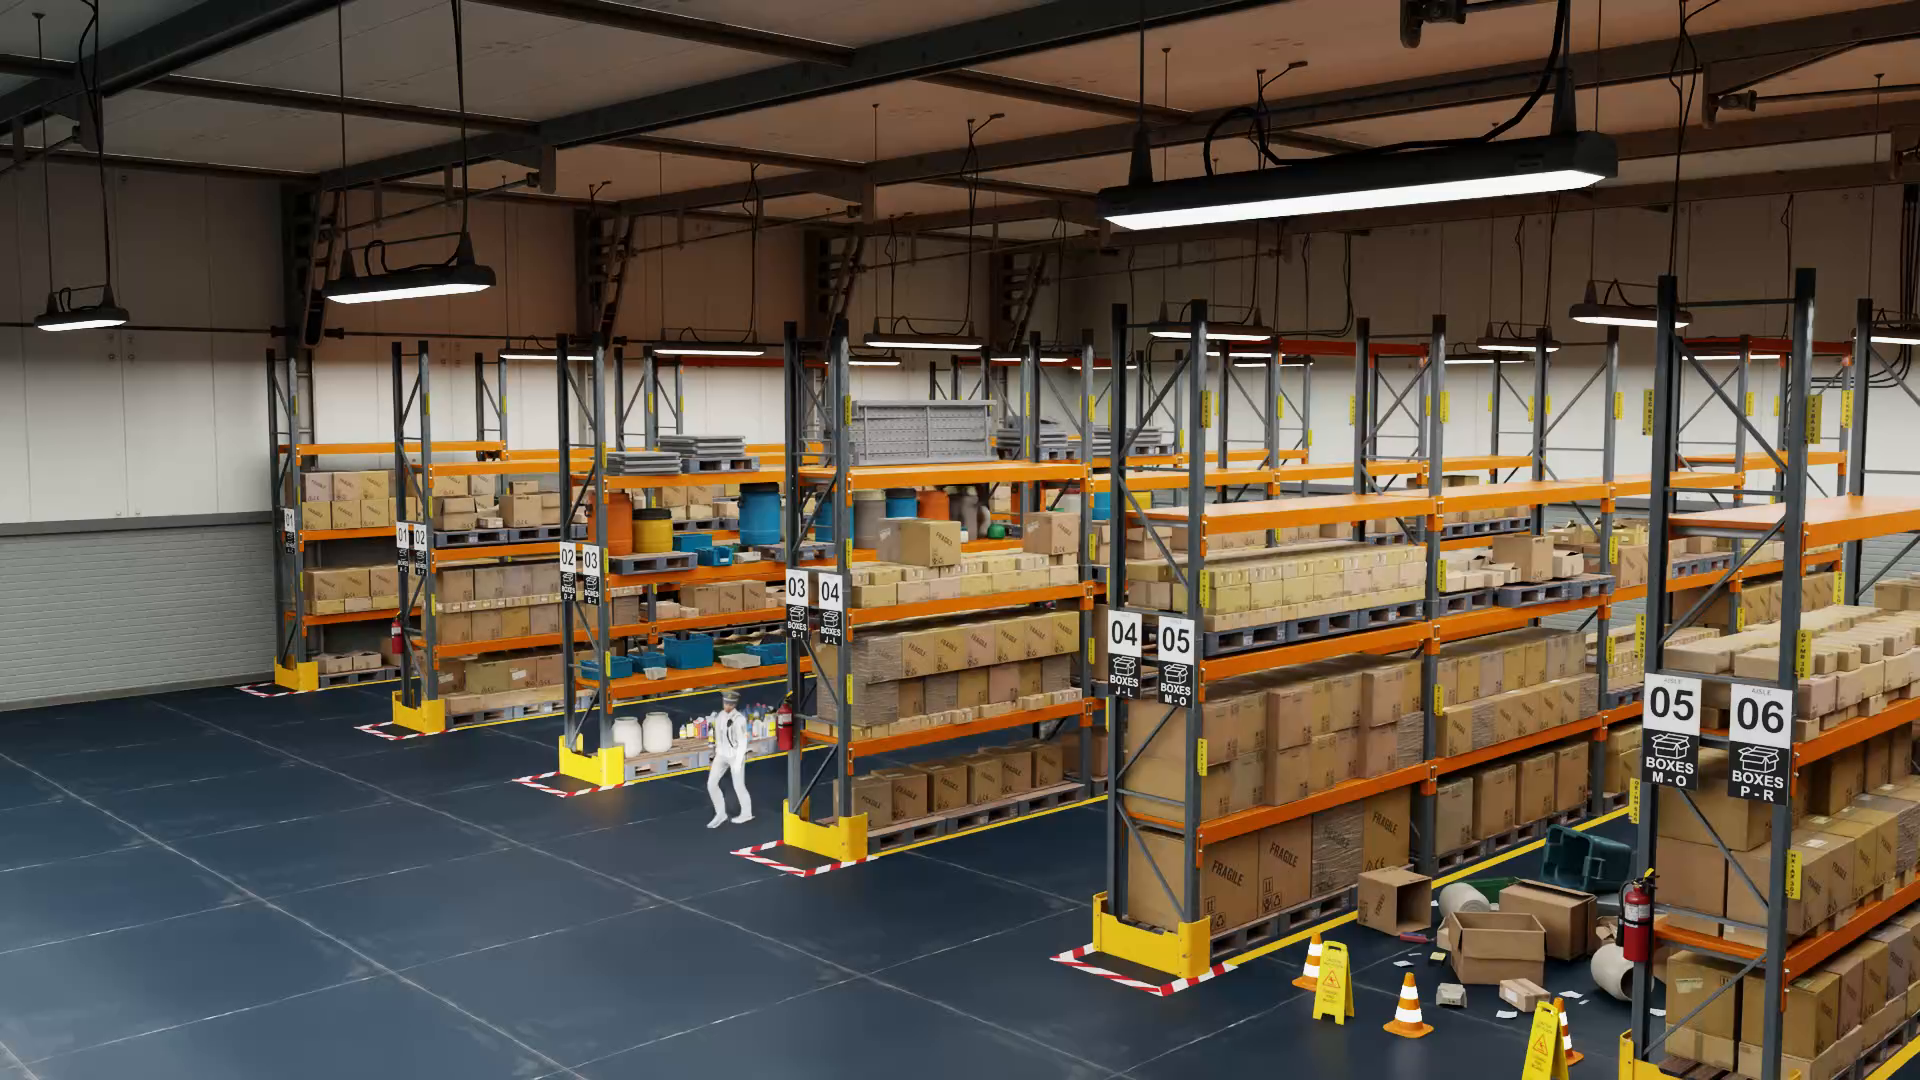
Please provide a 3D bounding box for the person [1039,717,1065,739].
[{"bbox_3d":[1.327,2.096,25.157,0.868,1.842,0.675,-5,7,-44],"label":"person"}]

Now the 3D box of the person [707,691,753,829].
[{"bbox_3d":[-2.731,2.627,19.955,0.556,1.687,0.576,3,6,35],"label":"person"}]
